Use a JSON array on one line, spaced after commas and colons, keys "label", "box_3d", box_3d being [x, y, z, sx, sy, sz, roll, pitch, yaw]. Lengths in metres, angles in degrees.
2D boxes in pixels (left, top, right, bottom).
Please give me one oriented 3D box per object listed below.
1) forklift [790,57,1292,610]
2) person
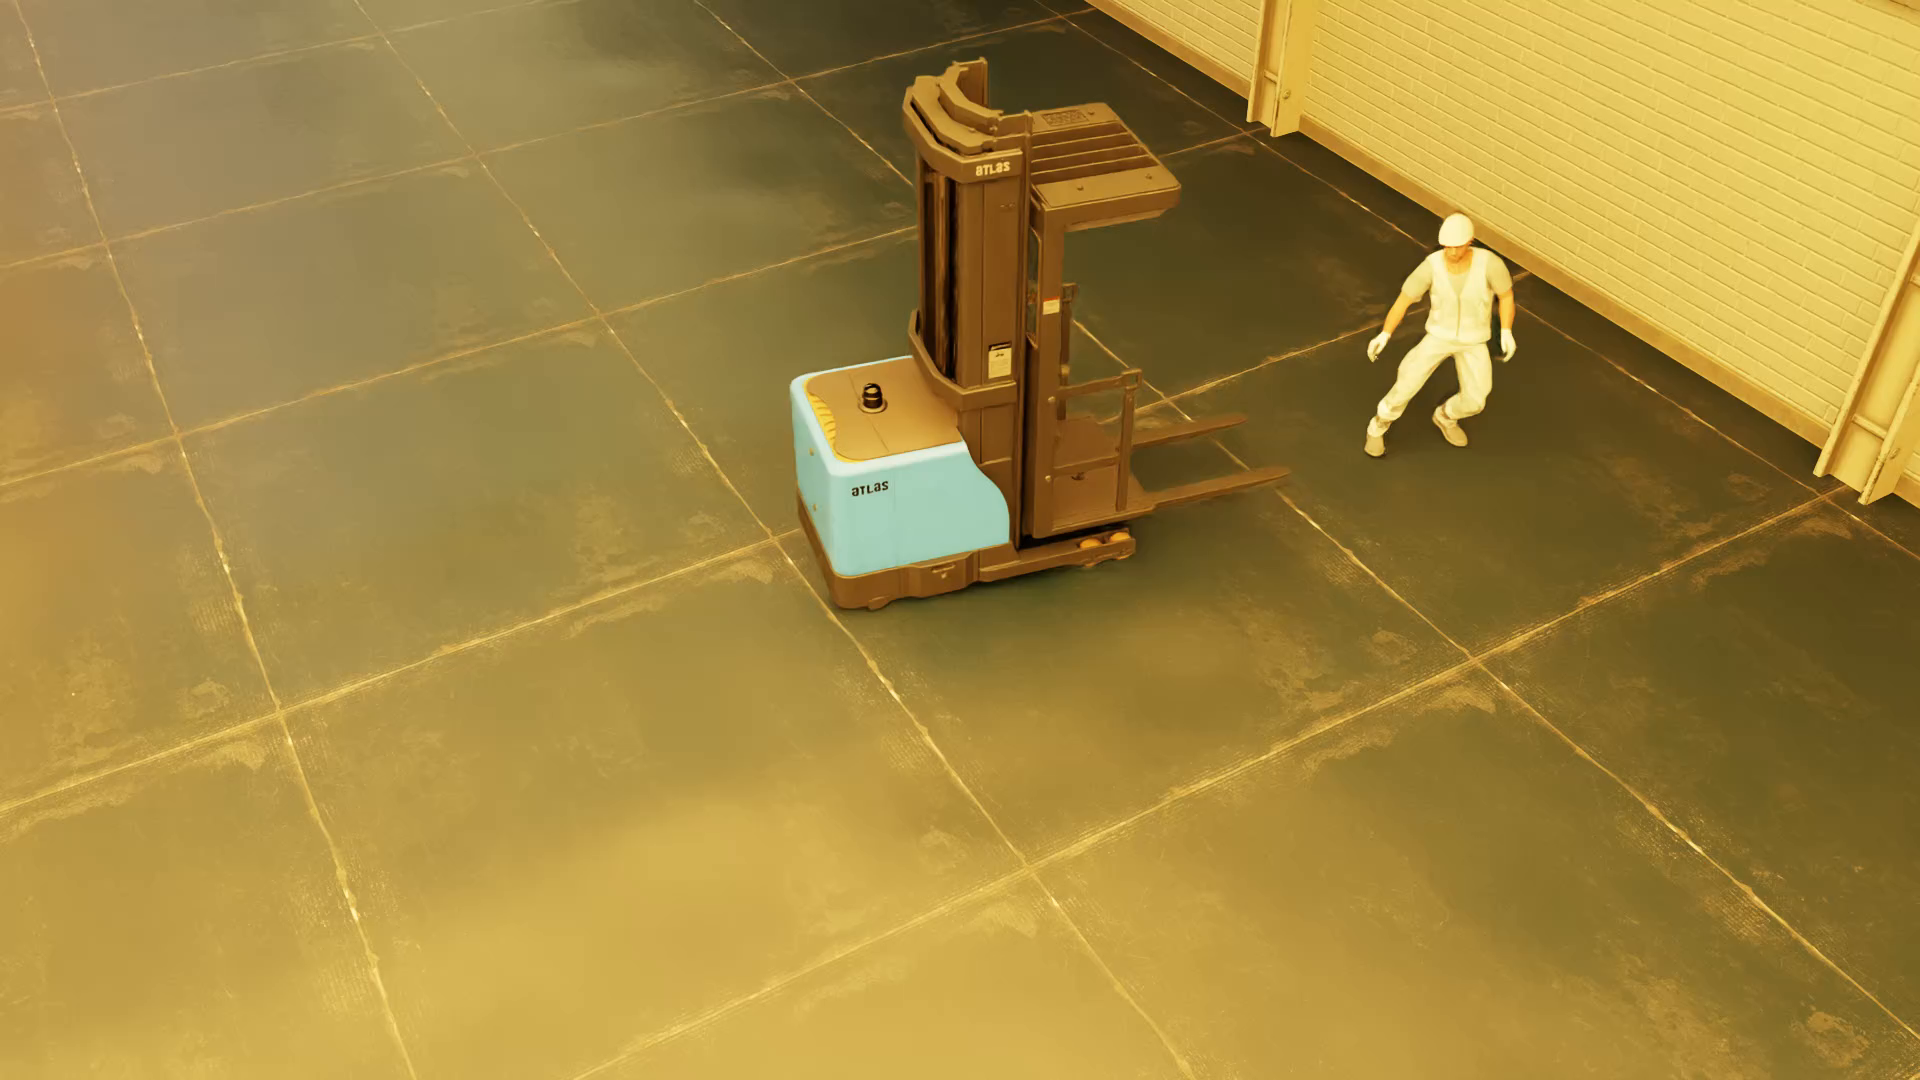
[{"label": "forklift", "box_3d": [0.555, -1.278, 9.576, 3.031, 2.935, 1.130, -12, 41, -14]}, {"label": "person", "box_3d": [3.070, -1.276, 10.583, 0.892, 1.654, 0.553, 10, 41, 12]}]
